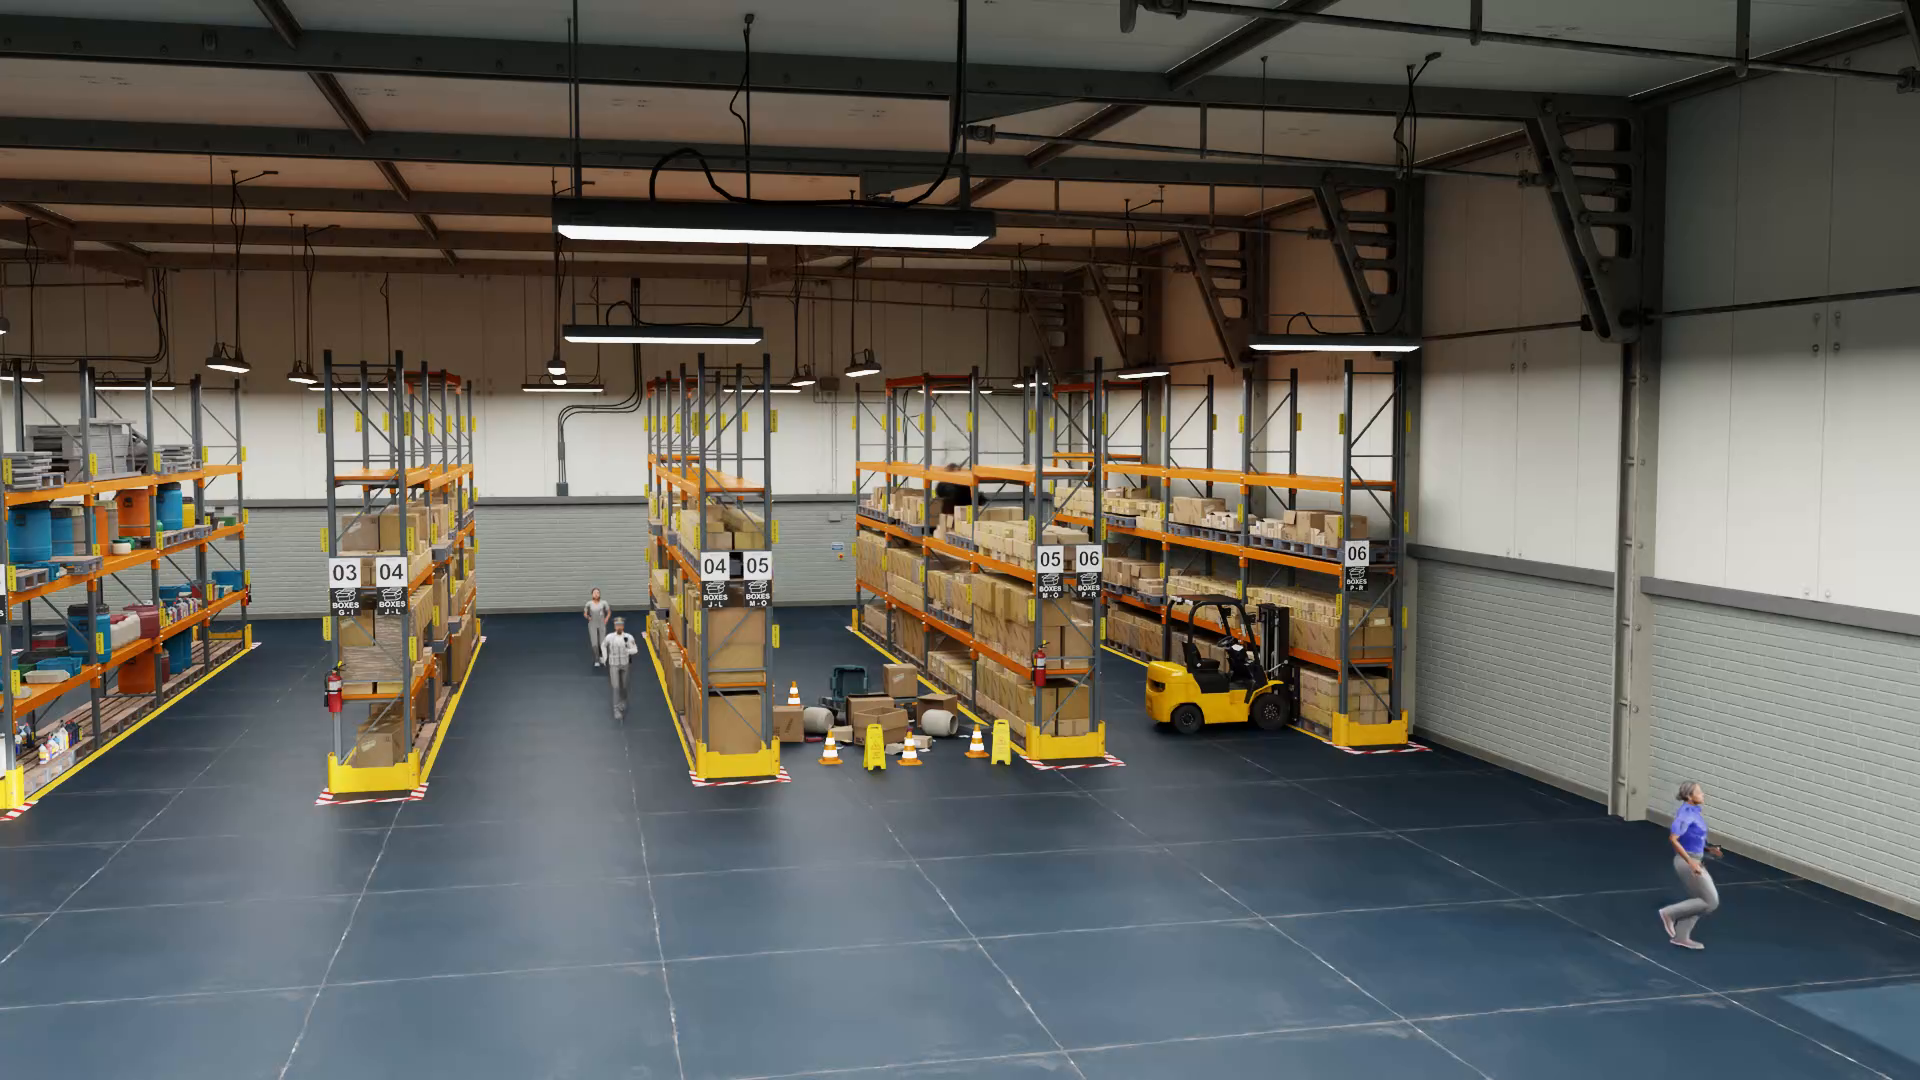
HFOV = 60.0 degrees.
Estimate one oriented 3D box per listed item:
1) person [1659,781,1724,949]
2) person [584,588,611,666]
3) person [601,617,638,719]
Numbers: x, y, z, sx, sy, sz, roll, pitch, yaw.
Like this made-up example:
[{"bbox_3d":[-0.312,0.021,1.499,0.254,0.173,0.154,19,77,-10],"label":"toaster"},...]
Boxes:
[{"bbox_3d":[6.981,3.100,15.864,0.558,1.612,0.574,2,4,23],"label":"person"},{"bbox_3d":[-7.460,1.800,34.225,0.556,1.626,0.559,-1,4,-13],"label":"person"},{"bbox_3d":[-5.828,2.152,28.481,0.607,1.689,0.935,-1,4,-15],"label":"person"}]
